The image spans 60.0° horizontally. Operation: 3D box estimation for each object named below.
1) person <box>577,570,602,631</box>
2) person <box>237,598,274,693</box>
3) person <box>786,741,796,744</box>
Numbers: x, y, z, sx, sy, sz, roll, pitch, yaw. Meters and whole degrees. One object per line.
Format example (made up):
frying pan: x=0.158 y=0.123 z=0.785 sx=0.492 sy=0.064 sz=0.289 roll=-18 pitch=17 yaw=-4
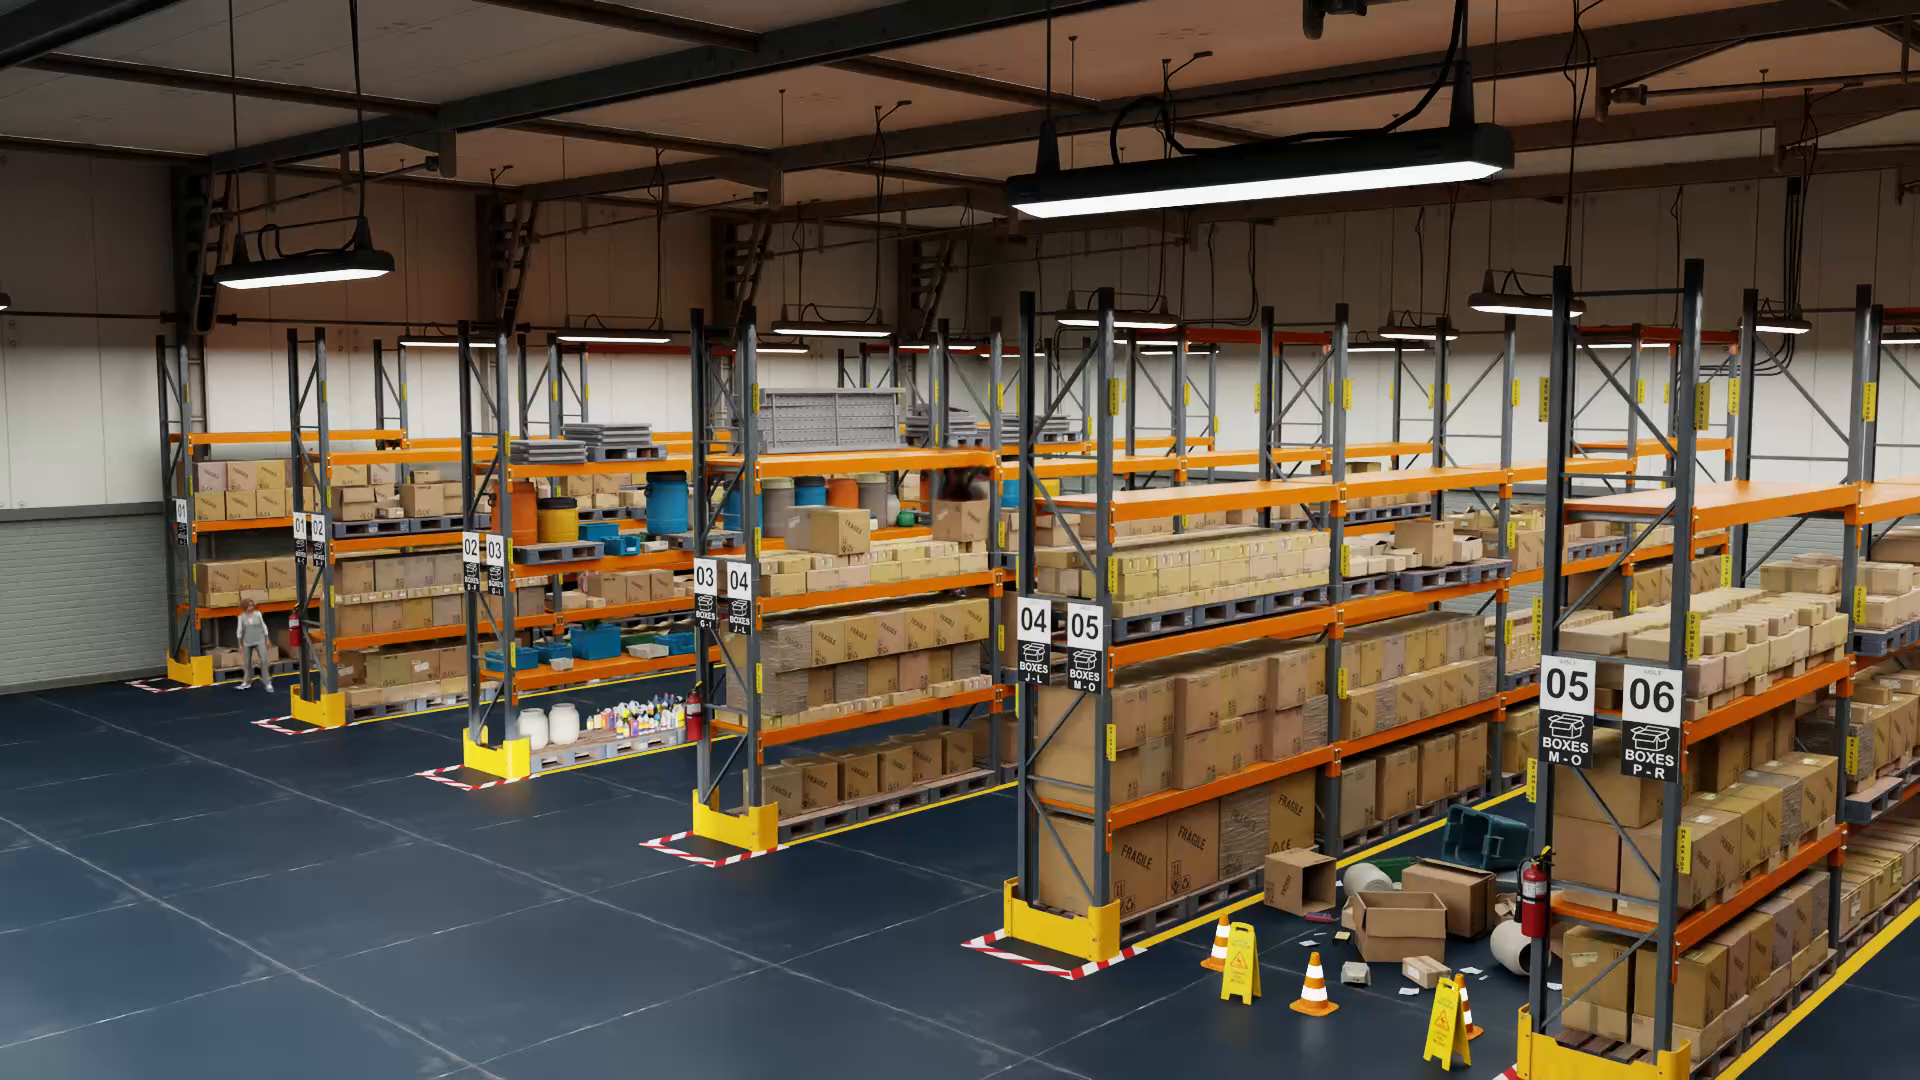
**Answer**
person: x=-7.300 y=1.205 z=32.578 sx=0.476 sy=1.732 sz=1.007 roll=4 pitch=7 yaw=36
person: x=-11.859 y=1.754 z=27.950 sx=0.585 sy=1.578 sz=0.662 roll=-2 pitch=6 yaw=-18
person: x=-2.336 y=2.075 z=24.133 sx=0.438 sy=1.642 sz=0.988 roll=4 pitch=7 yaw=35
